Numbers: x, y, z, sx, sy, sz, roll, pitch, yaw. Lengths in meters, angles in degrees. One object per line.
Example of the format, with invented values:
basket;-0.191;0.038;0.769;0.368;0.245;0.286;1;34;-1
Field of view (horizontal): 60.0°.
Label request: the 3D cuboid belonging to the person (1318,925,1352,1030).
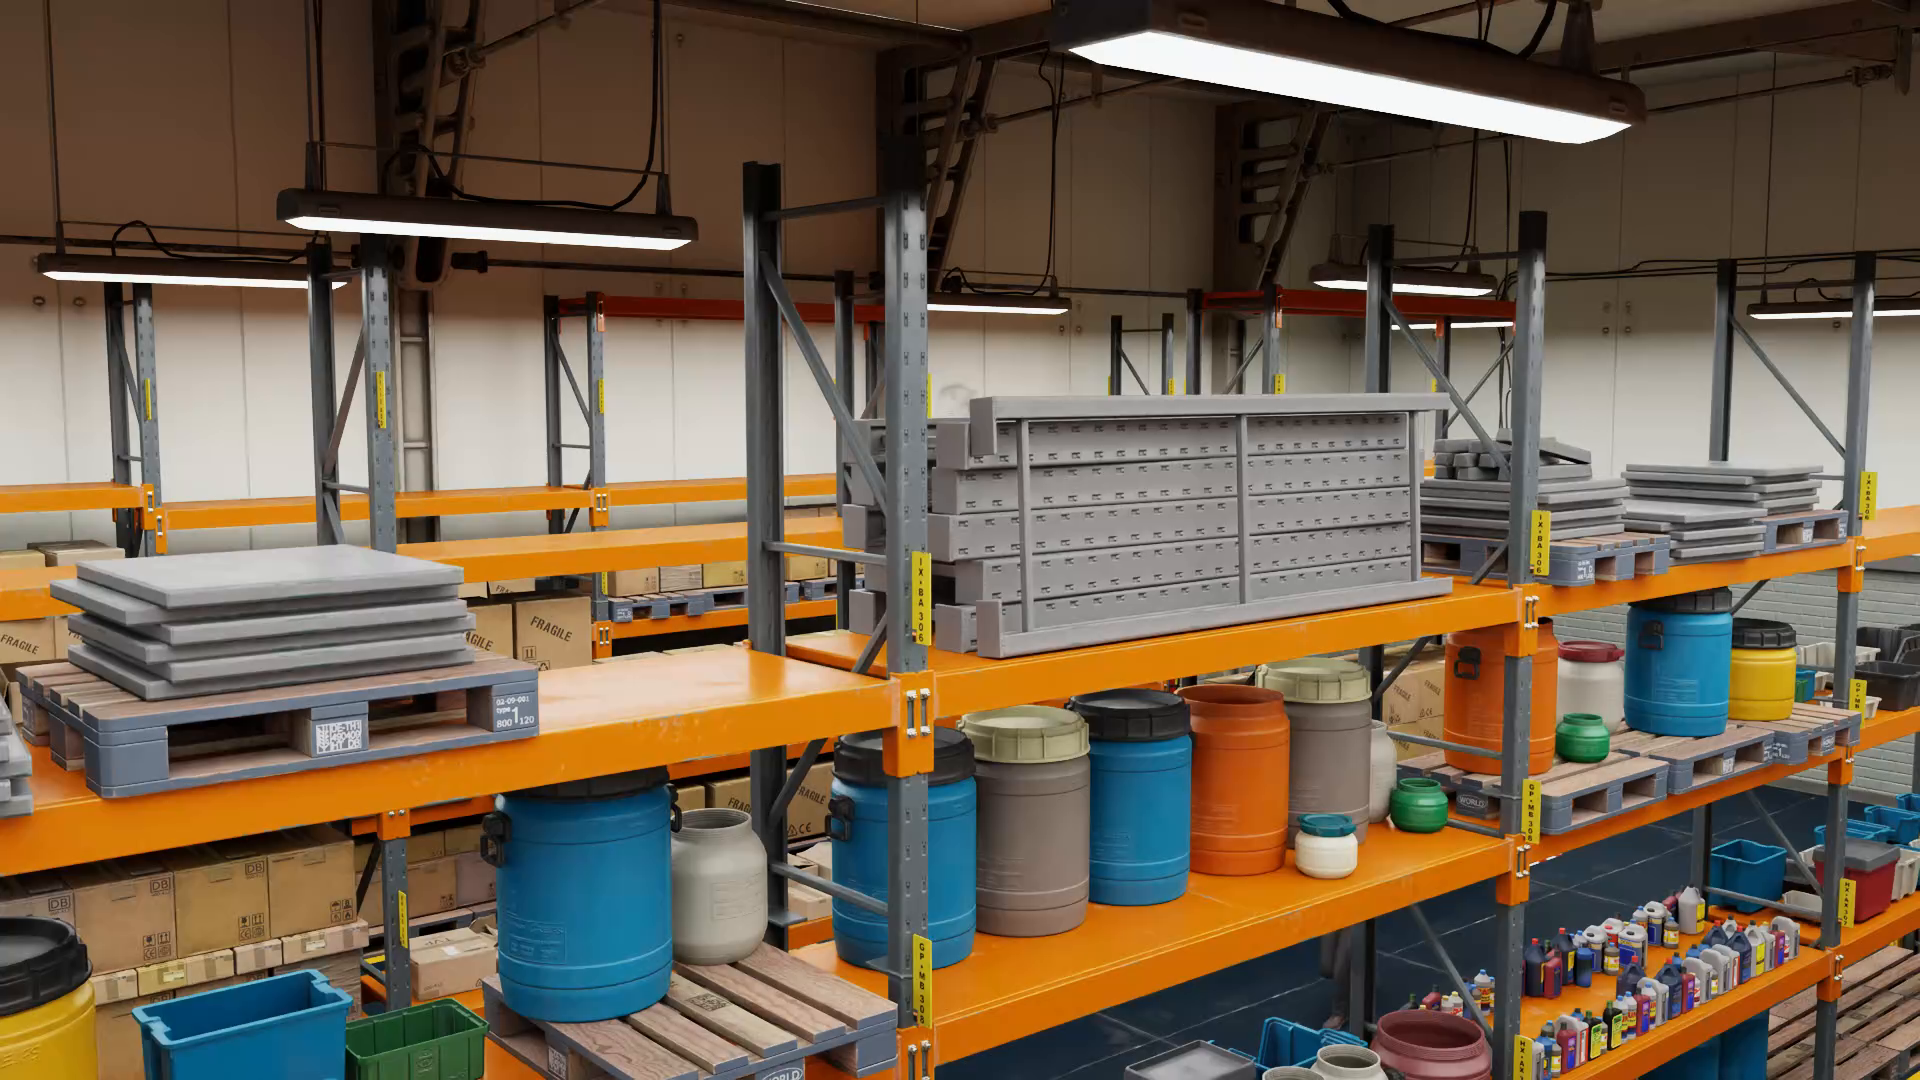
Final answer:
person;3.115;3.091;13.342;0.609;1.631;0.576;-5;7;-43
